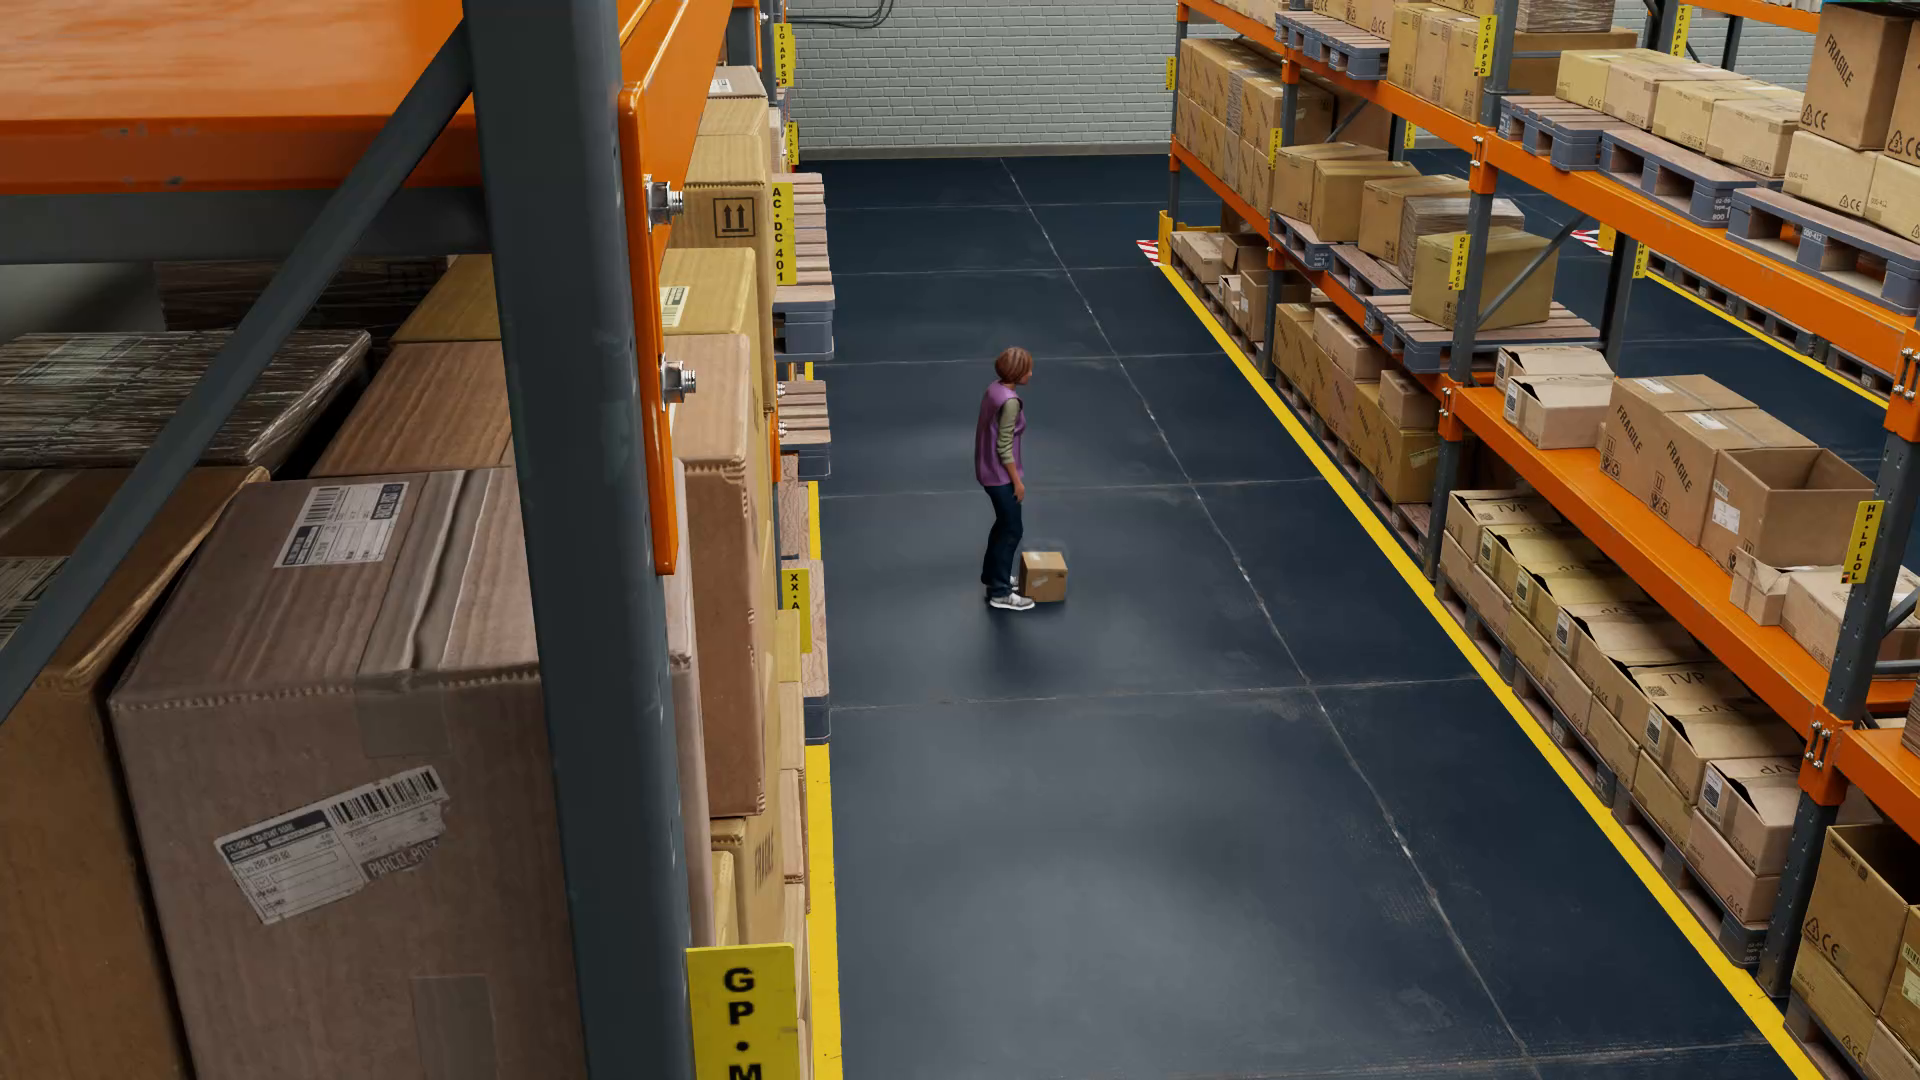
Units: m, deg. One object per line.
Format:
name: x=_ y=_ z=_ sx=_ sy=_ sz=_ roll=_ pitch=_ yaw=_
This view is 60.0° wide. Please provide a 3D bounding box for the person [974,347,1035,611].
person: x=0.263 y=-0.380 z=9.965 sx=0.336 sy=1.594 sz=0.460 roll=-3 pitch=24 yaw=-7
